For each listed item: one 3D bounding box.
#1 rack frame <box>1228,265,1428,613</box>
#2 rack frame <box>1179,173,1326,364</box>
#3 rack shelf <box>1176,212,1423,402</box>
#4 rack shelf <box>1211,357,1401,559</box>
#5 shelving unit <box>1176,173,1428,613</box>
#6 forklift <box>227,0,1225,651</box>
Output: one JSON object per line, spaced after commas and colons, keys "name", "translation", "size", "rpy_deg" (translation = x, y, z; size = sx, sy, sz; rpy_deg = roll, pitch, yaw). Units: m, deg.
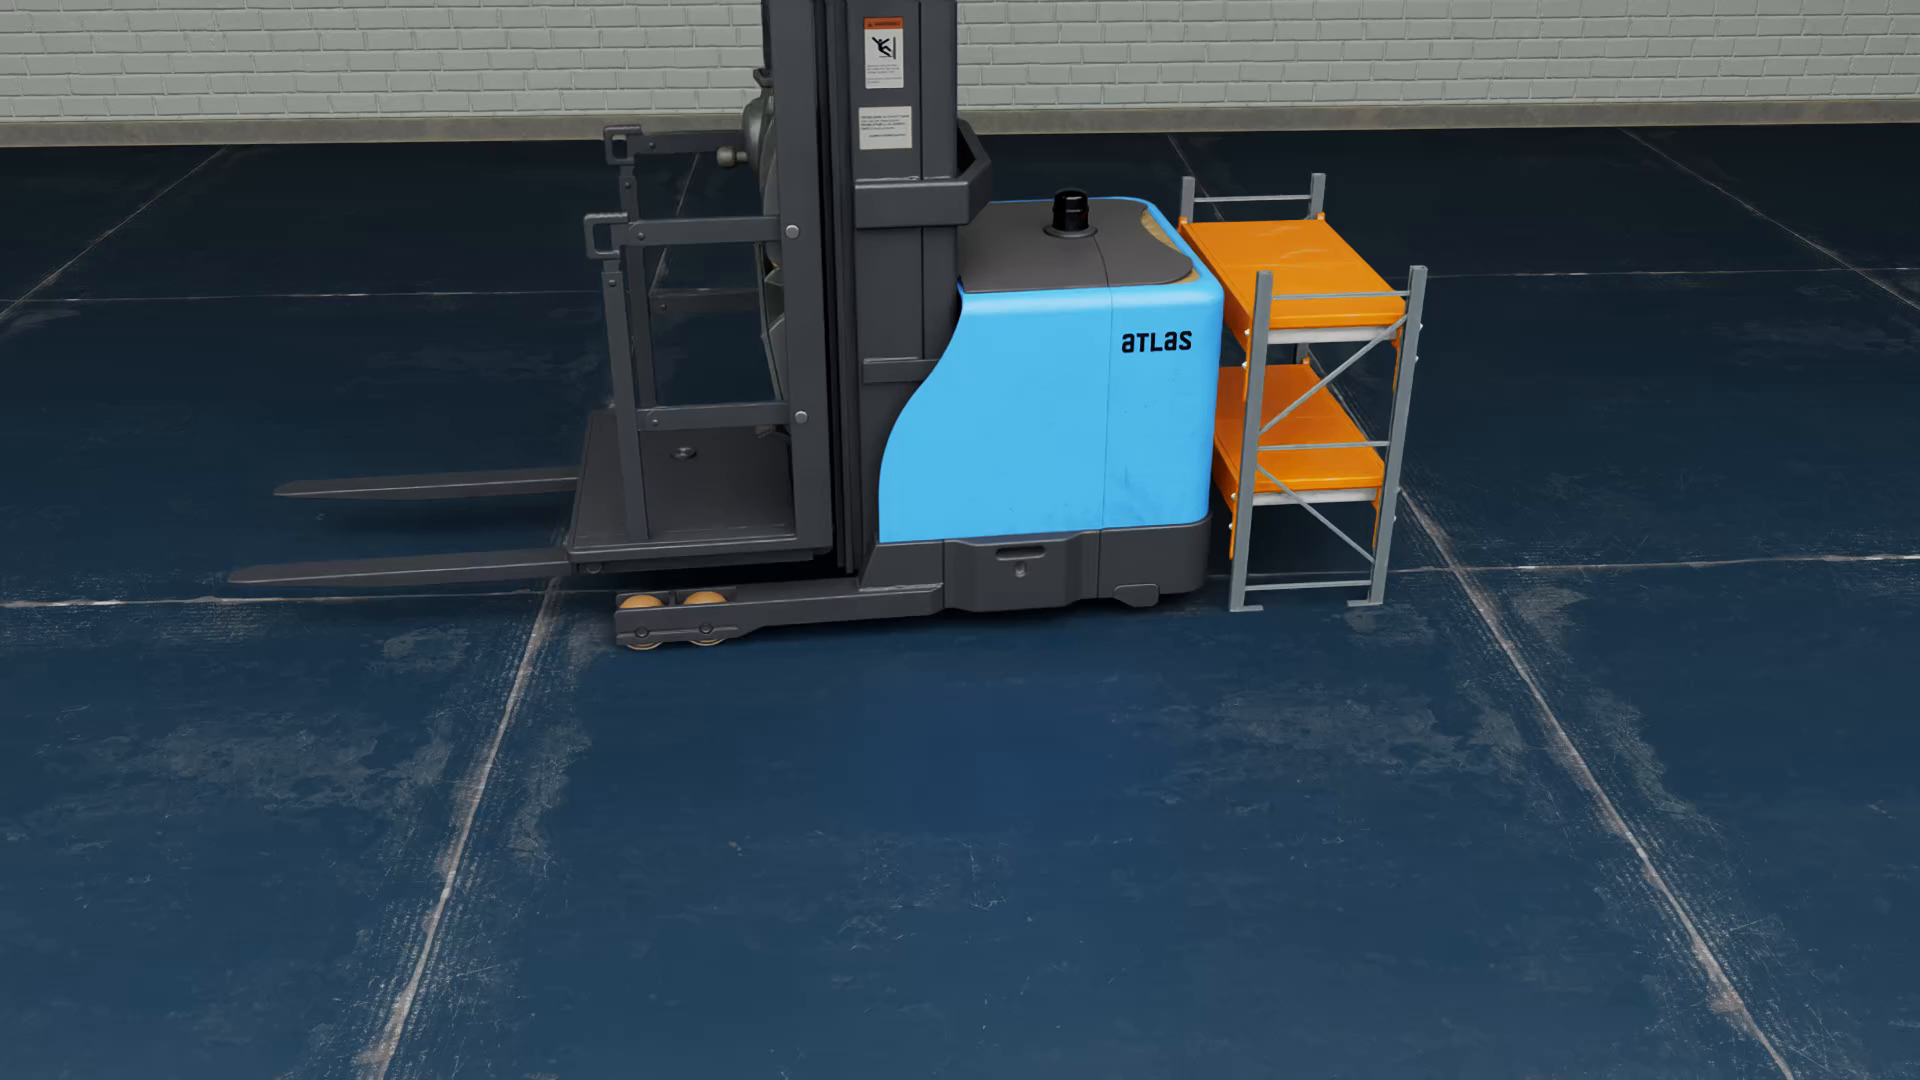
{"name": "rack frame", "translation": [1.109, -0.285, 5.080], "size": [0.500, 1.125, 0.032], "rpy_deg": [-3, 28, -5]}
{"name": "rack frame", "translation": [1.010, -0.753, 5.977], "size": [0.500, 1.125, 0.032], "rpy_deg": [-3, 28, -5]}
{"name": "rack shelf", "translation": [1.059, -0.779, 5.393], "size": [0.538, 0.278, 1.000], "rpy_deg": [-3, 28, -5]}
{"name": "rack shelf", "translation": [1.059, -0.302, 5.642], "size": [0.538, 0.278, 1.000], "rpy_deg": [-3, 28, -5]}
{"name": "shelving unit", "translation": [1.059, -0.519, 5.529], "size": [0.538, 1.125, 1.048], "rpy_deg": [-3, 28, -5]}
{"name": "forklift", "translation": [-0.762, -1.221, 4.922], "size": [3.031, 2.935, 1.130], "rpy_deg": [-4, 28, -7]}
